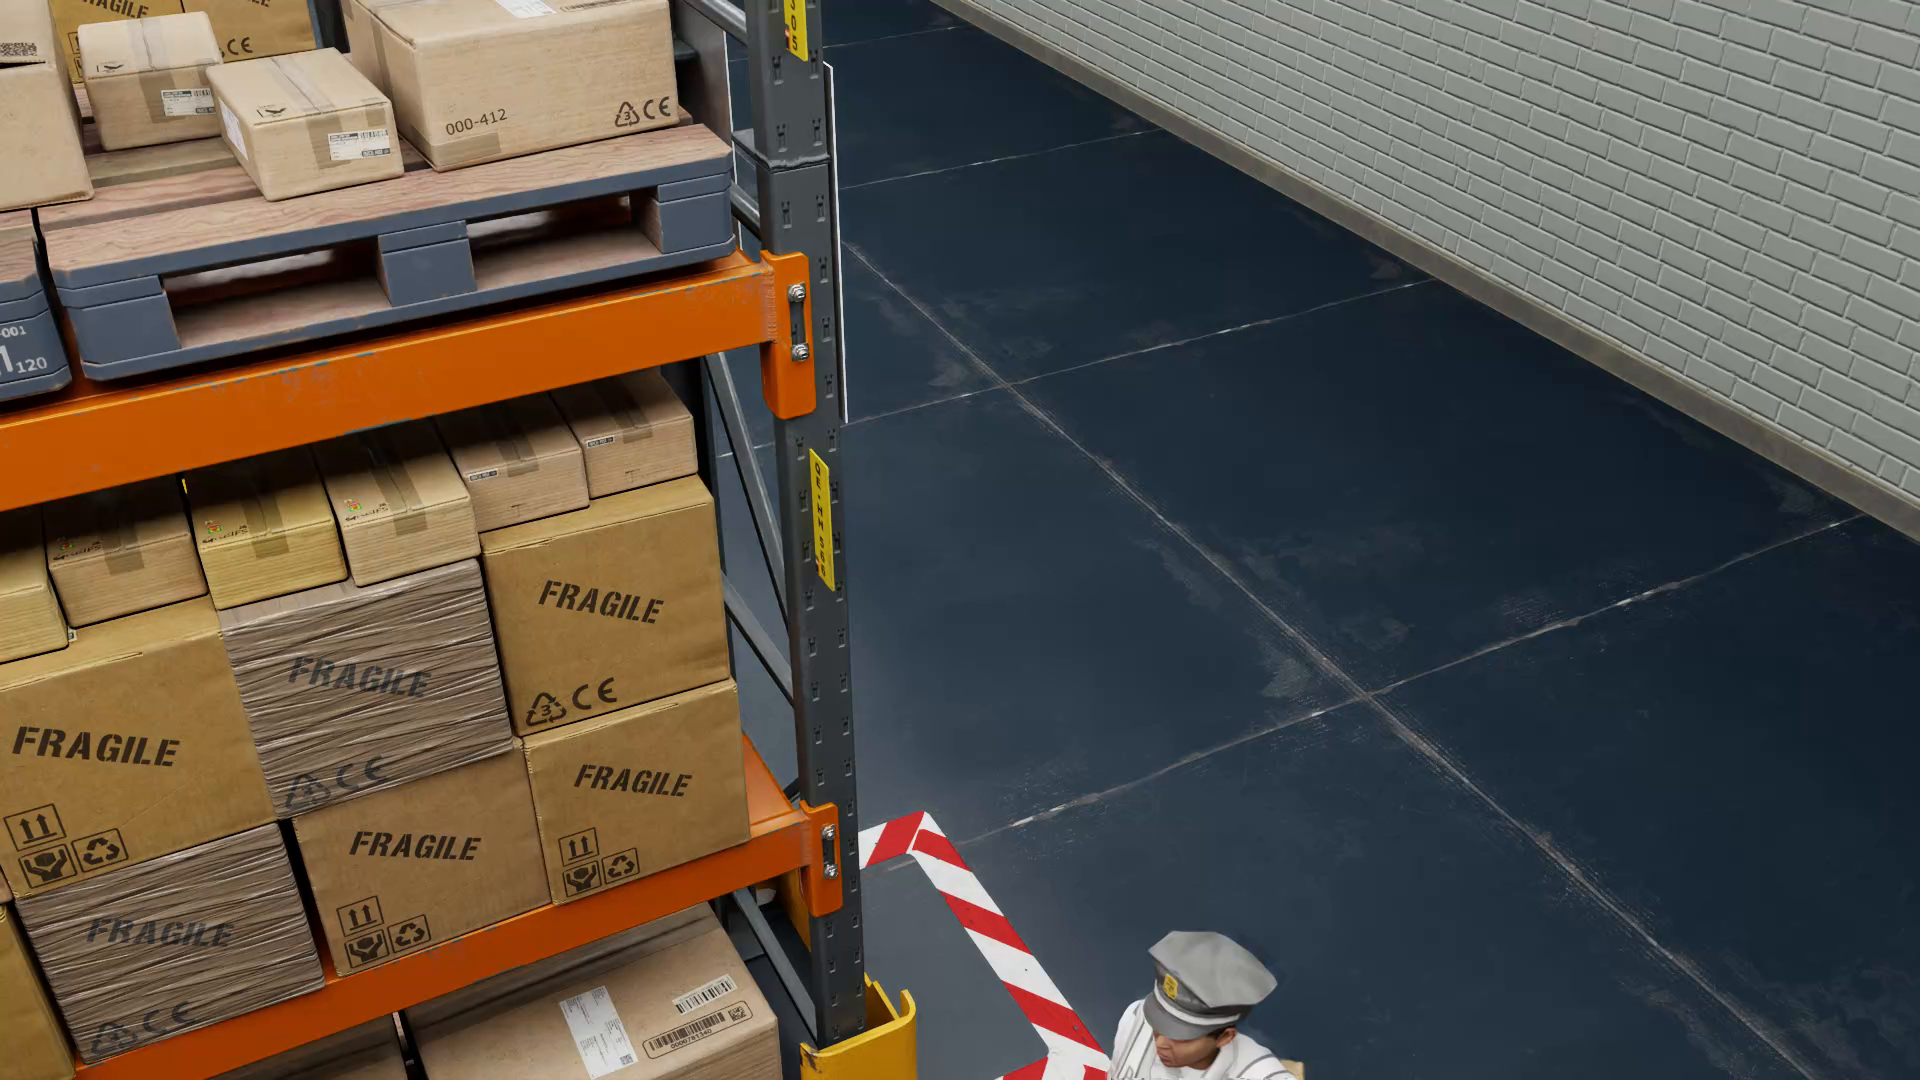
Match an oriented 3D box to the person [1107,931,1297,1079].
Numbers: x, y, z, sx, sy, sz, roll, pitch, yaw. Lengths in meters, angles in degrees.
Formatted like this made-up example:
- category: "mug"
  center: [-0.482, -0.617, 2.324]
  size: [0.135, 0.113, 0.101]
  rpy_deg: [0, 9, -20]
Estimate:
- category: "person"
  center: [0.502, 1.548, 3.734]
  size: [0.530, 1.642, 0.879]
  rpy_deg: [16, 36, 23]
